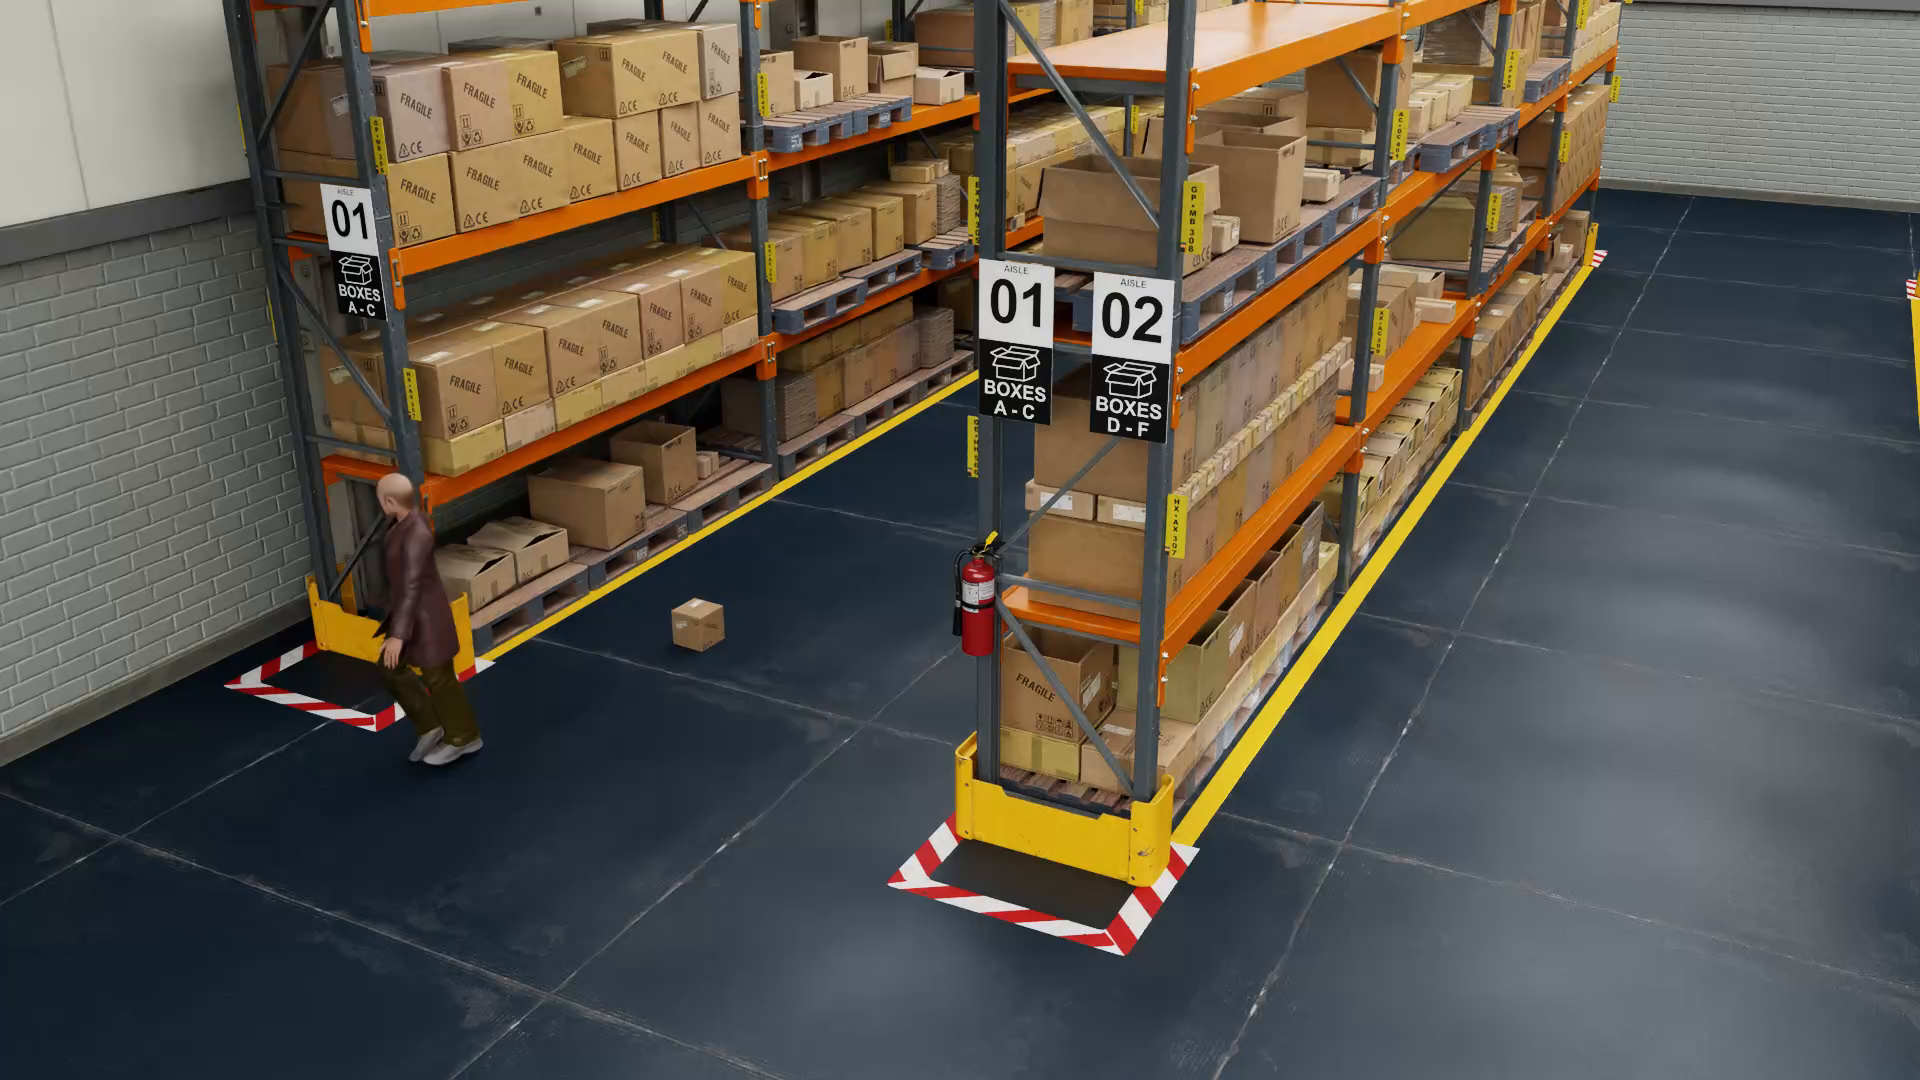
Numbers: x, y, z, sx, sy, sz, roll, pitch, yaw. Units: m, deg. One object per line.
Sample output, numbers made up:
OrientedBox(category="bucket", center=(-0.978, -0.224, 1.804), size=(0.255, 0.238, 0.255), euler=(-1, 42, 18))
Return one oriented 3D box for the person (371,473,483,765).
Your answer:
OrientedBox(category="person", center=(-3.136, 0.496, 9.615), size=(0.545, 1.844, 0.654), euler=(-12, 25, -27))
